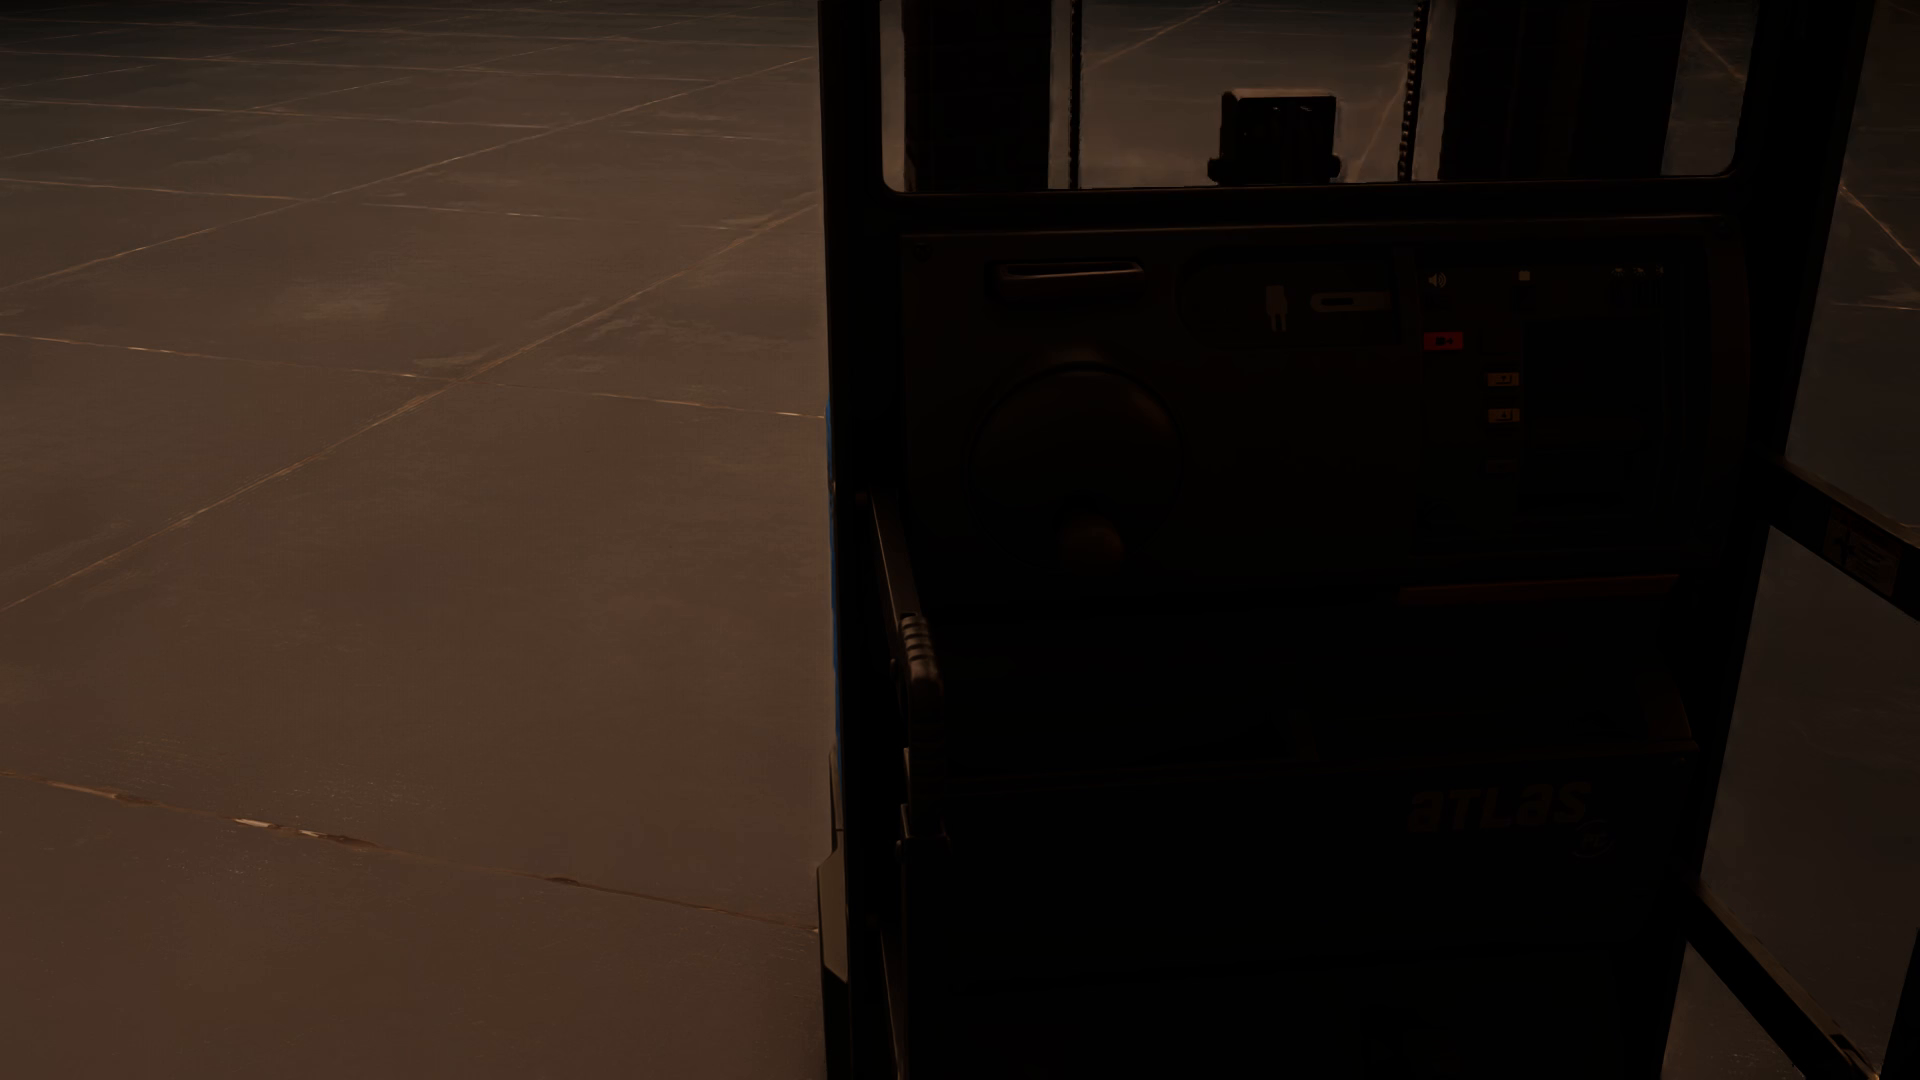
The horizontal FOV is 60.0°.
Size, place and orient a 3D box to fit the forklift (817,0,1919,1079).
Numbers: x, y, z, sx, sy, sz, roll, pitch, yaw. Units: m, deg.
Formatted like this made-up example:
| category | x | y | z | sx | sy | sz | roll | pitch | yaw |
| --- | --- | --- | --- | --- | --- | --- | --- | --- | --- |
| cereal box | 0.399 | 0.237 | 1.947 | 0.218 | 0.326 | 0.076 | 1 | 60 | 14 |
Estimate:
| category | x | y | z | sx | sy | sz | roll | pitch | yaw |
| --- | --- | --- | --- | --- | --- | --- | --- | --- | --- |
| forklift | 0.428 | -0.131 | 1.598 | 1.130 | 2.935 | 3.031 | -3 | 23 | -6 |
